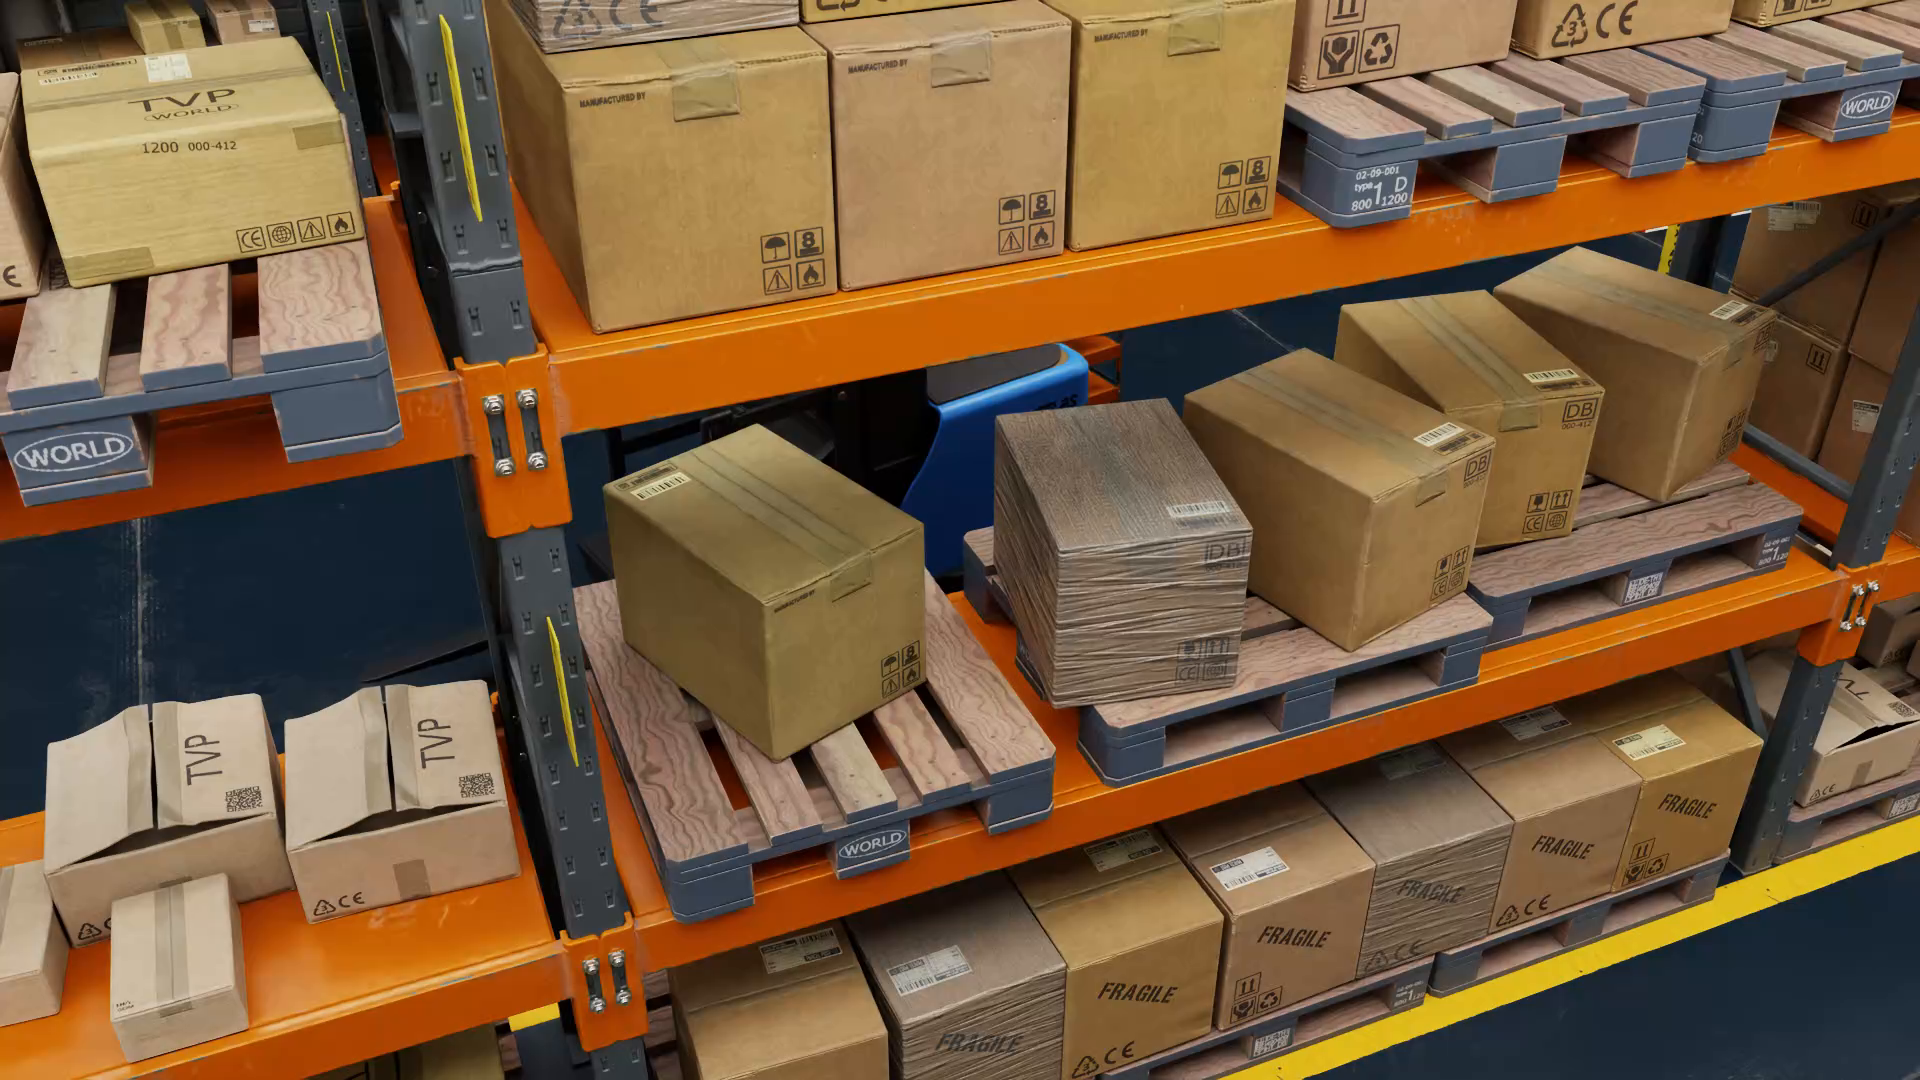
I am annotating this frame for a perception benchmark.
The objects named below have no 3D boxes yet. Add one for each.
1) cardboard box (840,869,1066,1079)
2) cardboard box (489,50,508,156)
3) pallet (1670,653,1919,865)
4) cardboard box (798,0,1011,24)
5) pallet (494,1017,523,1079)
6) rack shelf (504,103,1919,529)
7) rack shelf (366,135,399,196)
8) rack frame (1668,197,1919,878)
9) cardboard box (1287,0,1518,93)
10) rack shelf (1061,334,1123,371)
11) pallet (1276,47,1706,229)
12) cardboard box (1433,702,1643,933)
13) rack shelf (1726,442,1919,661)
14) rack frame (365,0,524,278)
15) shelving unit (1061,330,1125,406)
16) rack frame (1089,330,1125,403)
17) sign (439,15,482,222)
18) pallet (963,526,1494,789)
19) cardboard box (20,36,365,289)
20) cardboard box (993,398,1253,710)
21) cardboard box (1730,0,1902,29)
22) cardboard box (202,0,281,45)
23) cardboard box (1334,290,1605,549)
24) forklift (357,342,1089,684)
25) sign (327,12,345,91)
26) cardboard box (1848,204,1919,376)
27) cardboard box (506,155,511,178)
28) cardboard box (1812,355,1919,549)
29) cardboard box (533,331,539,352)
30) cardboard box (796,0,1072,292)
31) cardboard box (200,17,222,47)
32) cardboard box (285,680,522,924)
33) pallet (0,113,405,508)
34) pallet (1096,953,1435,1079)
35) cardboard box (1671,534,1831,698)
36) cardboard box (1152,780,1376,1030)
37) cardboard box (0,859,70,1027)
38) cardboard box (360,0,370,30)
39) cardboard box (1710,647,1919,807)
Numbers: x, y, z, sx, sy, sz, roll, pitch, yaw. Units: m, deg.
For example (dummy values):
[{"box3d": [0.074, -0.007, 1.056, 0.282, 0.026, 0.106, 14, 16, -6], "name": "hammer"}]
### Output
[{"box3d": [-0.031, 1.322, 4.857, 0.500, 0.500, 0.500, -14, 36, -21], "name": "cardboard box"}, {"box3d": [-2.416, -2.115, 7.867, 0.500, 0.500, 0.500, -12, 35, -18], "name": "cardboard box"}, {"box3d": [3.280, 0.704, 6.475, 1.213, 0.211, 1.003, -13, 35, -19], "name": "pallet"}, {"box3d": [-0.167, -1.391, 3.378, 0.500, 0.500, 0.500, -13, 35, -19], "name": "cardboard box"}, {"box3d": [-1.816, 1.847, 4.718, 1.213, 0.211, 1.003, -13, 35, -19], "name": "pallet"}, {"box3d": [0.802, -0.854, 4.221, 4.000, 0.370, 1.077, -13, 35, -19], "name": "rack shelf"}, {"box3d": [-1.119, -2.087, 8.866, 4.000, 0.370, 1.077, -13, 35, -19], "name": "rack shelf"}, {"box3d": [2.646, -0.320, 5.492, 0.127, 3.000, 1.000, -13, 35, -19], "name": "rack frame"}, {"box3d": [0.924, -1.485, 3.963, 0.600, 0.600, 0.600, -14, 36, -21], "name": "cardboard box"}, {"box3d": [0.477, -0.828, 7.635, 0.480, 0.148, 0.258, -20, 38, -28], "name": "rack shelf"}, {"box3d": [1.063, -1.176, 4.229, 1.003, 0.211, 1.213, -13, 35, -19], "name": "pallet"}, {"box3d": [1.843, 0.891, 5.518, 0.500, 0.500, 0.500, -13, 35, -19], "name": "cardboard box"}, {"box3d": [4.490, -0.441, 6.337, 4.000, 0.370, 1.077, -13, 35, -19], "name": "rack shelf"}, {"box3d": [-1.042, -1.990, 2.558, 0.127, 3.000, 1.000, -13, 35, -19], "name": "rack frame"}, {"box3d": [0.477, -0.696, 7.720, 0.503, 1.200, 0.258, -20, 38, -28], "name": "shelving unit"}, {"box3d": [0.680, -0.771, 7.835, 0.015, 1.200, 0.240, -20, 38, -28], "name": "rack frame"}, {"box3d": [-0.835, -0.702, 2.782, 0.005, 0.325, 0.100, -13, 35, -19], "name": "sign"}, {"box3d": [0.749, 0.192, 4.881, 1.213, 0.211, 1.003, -13, 35, -19], "name": "pallet"}, {"box3d": [-1.438, -0.722, 3.112, 0.500, 0.250, 0.500, -16, 36, -22], "name": "cardboard box"}, {"box3d": [0.412, 0.020, 4.493, 0.500, 0.500, 0.700, -7, 34, -10], "name": "cardboard box"}, {"box3d": [2.153, -1.768, 4.398, 0.600, 0.600, 0.600, -16, 36, -23], "name": "cardboard box"}, {"box3d": [-3.270, -2.376, 7.562, 0.250, 0.149, 0.380, -18, 37, -25], "name": "cardboard box"}, {"box3d": [1.513, -0.374, 5.097, 0.500, 0.500, 0.700, -8, 34, -11], "name": "cardboard box"}, {"box3d": [-0.940, -0.838, 6.350, 3.031, 2.935, 1.130, -21, 39, -29], "name": "forklift"}, {"box3d": [-2.744, -2.147, 7.311, 0.005, 0.325, 0.100, -13, 35, -19], "name": "sign"}, {"box3d": [3.190, -0.739, 5.127, 0.500, 0.500, 0.500, -12, 35, -18], "name": "cardboard box"}, {"box3d": [-2.334, -1.871, 8.087, 0.250, 0.149, 0.380, -12, 35, -18], "name": "cardboard box"}, {"box3d": [3.222, -0.333, 5.420, 0.500, 0.500, 0.500, -12, 35, -18], "name": "cardboard box"}, {"box3d": [-2.234, -1.330, 8.630, 0.750, 0.750, 0.750, -13, 35, -20], "name": "cardboard box"}, {"box3d": [-0.182, -0.992, 3.682, 0.500, 0.500, 0.910, -13, 35, -19], "name": "cardboard box"}, {"box3d": [-3.393, -2.088, 7.714, 0.500, 0.500, 0.700, -17, 37, -24], "name": "cardboard box"}, {"box3d": [-1.394, 0.616, 4.134, 0.500, 0.311, 0.500, -11, 35, -16], "name": "cardboard box"}, {"box3d": [-1.633, -0.466, 3.138, 1.003, 0.211, 1.213, -11, 35, -17], "name": "pallet"}, {"box3d": [0.784, 1.299, 5.560, 1.213, 0.211, 1.003, -13, 35, -19], "name": "pallet"}, {"box3d": [3.062, 0.280, 6.458, 0.500, 0.500, 0.500, -13, 35, -19], "name": "cardboard box"}, {"box3d": [0.913, 1.106, 5.189, 0.500, 0.500, 0.500, -14, 36, -21], "name": "cardboard box"}, {"box3d": [-2.196, 0.927, 3.805, 0.250, 0.149, 0.380, -10, 34, -15], "name": "cardboard box"}, {"box3d": [-2.645, -2.681, 8.050, 0.500, 0.250, 0.500, -12, 35, -18], "name": "cardboard box"}, {"box3d": [3.117, 0.642, 6.074, 0.500, 0.311, 0.500, -13, 35, -19], "name": "cardboard box"}]
